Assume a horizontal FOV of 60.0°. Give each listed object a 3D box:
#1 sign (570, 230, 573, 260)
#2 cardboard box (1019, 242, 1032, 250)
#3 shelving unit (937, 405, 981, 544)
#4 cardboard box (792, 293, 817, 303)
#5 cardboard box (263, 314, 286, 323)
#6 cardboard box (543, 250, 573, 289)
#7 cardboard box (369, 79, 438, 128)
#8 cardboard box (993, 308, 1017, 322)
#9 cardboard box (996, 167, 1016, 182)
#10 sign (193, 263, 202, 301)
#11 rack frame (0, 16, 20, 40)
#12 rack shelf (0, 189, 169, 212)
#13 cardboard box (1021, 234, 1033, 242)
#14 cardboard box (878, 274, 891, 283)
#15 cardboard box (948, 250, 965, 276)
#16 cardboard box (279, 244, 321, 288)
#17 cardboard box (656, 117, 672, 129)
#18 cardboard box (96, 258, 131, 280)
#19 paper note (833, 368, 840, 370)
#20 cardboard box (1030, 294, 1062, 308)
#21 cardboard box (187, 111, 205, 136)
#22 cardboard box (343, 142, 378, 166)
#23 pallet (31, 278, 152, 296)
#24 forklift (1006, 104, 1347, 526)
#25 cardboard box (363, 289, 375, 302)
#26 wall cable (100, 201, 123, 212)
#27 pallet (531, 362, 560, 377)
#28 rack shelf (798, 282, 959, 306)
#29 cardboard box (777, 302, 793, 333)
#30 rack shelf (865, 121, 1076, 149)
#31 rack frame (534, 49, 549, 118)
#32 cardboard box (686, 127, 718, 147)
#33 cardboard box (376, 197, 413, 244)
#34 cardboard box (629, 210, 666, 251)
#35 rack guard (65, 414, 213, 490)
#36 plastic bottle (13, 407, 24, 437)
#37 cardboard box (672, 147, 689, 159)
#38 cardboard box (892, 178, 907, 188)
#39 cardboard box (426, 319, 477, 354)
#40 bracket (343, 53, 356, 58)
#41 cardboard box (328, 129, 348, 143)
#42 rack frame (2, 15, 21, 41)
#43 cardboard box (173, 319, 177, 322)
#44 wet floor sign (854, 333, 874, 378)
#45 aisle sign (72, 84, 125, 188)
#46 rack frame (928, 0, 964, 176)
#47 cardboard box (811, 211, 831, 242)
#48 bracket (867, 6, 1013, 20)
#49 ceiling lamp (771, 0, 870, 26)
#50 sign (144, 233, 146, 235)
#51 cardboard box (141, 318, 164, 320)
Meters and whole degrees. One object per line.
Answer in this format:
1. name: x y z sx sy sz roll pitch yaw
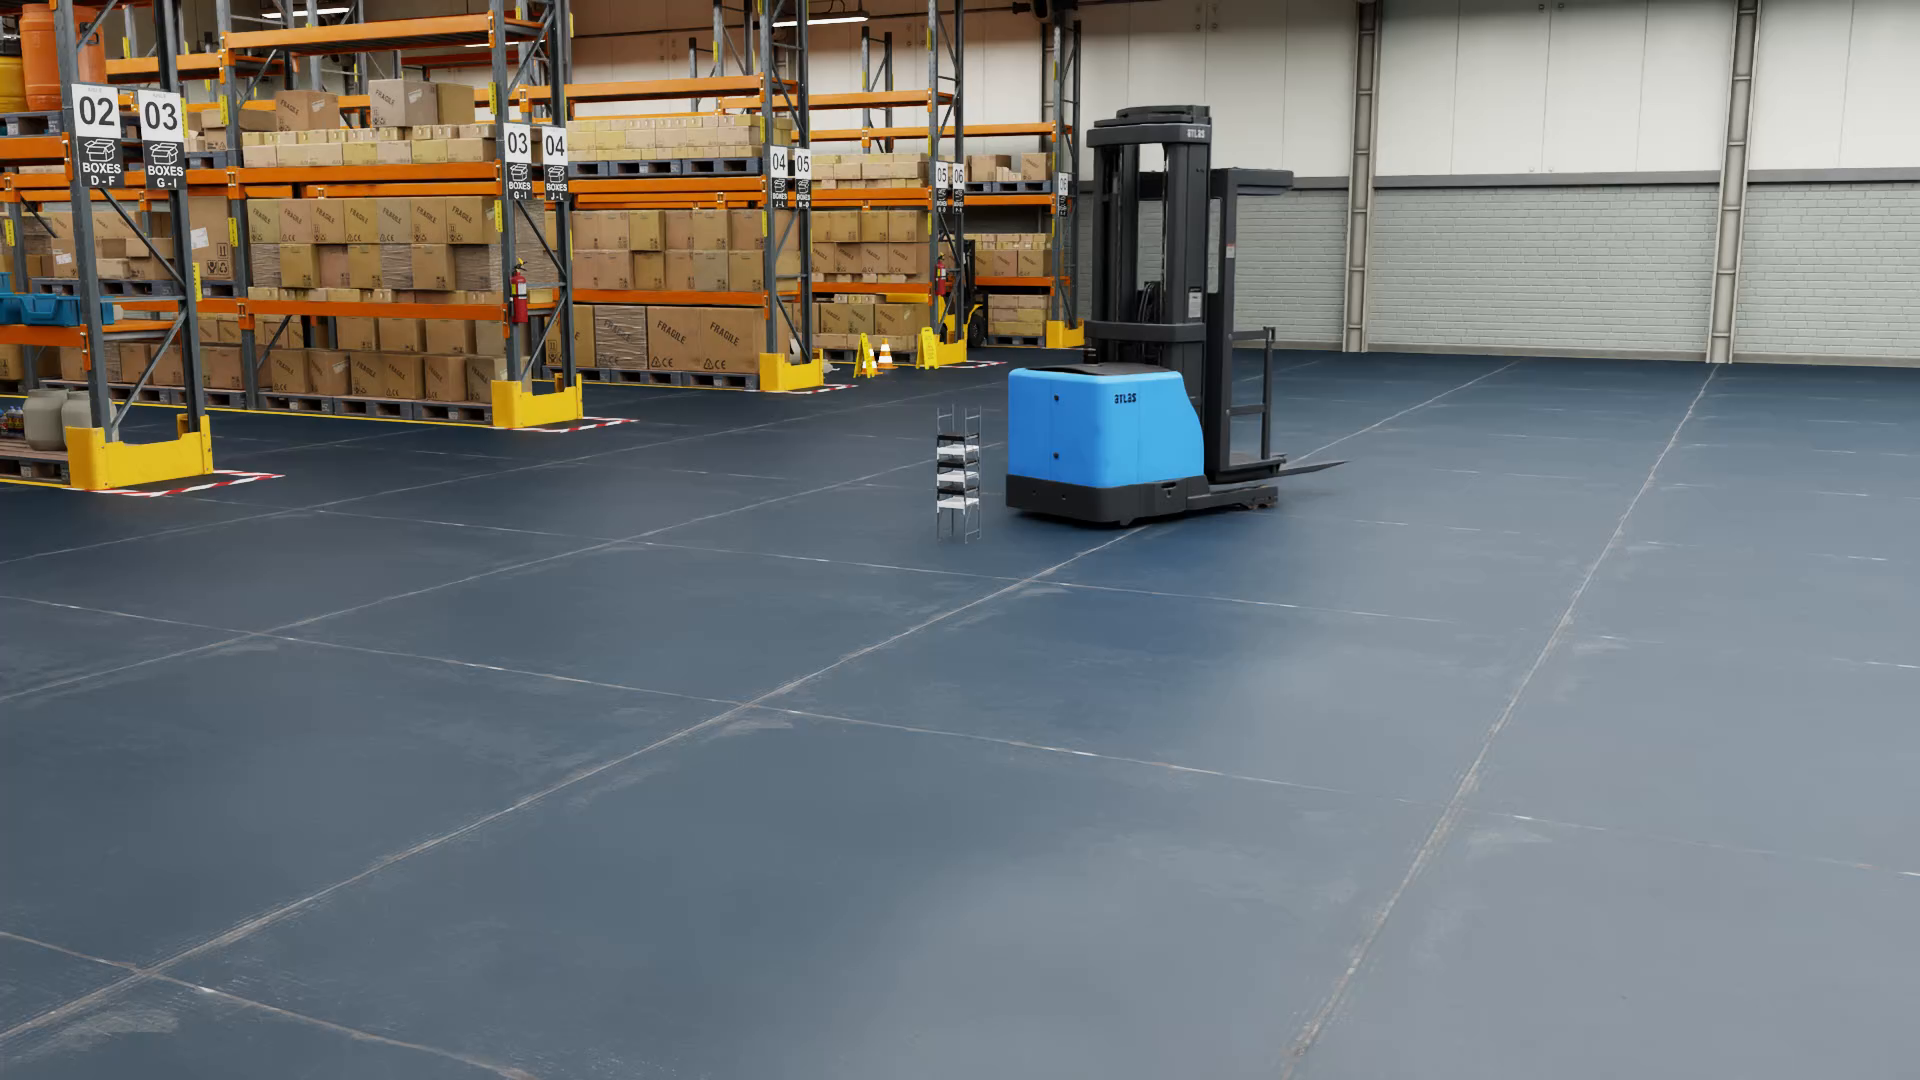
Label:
1. sign: -4.360 -3.288 18.543 0.005 0.325 0.100 5 11 26
2. cardboard box: 1.300 -5.517 31.190 0.250 0.149 0.380 5 12 27
3. shelving unit: -0.007 -0.443 11.154 0.210 0.900 0.258 5 11 26
4. cardboard box: -2.603 -4.045 27.771 0.250 0.149 0.380 6 12 29
5. cardboard box: -10.676 -3.585 26.352 0.500 0.250 0.500 5 11 27
6. cardboard box: -5.566 -3.921 24.052 0.550 0.550 0.875 5 11 26
7. cardboard box: -6.102 -4.774 18.246 0.500 0.500 0.500 5 11 26
8. cardboard box: 0.958 -4.280 31.595 0.500 0.250 0.500 5 11 25
9. cardboard box: 0.873 -6.853 31.170 0.258 0.266 0.396 5 11 26
10. sign: -6.545 -2.208 14.229 0.005 0.325 0.100 5 11 26
11. rack frame: -11.775 -6.358 21.090 0.127 3.000 1.000 5 11 26
12. rack shelf: -14.870 -5.785 28.366 4.000 0.370 1.077 5 11 26
13. cardboard box: 1.328 -5.675 31.225 0.250 0.149 0.380 5 11 26
14. cardboard box: -1.142 -4.255 27.026 0.250 0.149 0.380 5 11 25
15. cardboard box: 0.043 -5.317 31.908 0.500 0.500 0.500 5 11 26
16. cardboard box: -7.378 -3.196 19.348 0.500 0.500 0.875 5 11 26
17. cardboard box: -3.907 -5.633 22.513 0.250 0.149 0.380 5 11 25
18. cardboard box: -10.373 -3.370 20.668 0.500 0.250 0.500 5 11 24
19. paper note: -1.944 -2.653 25.806 0.142 0.019 0.148 1 10 6
20. cardboard box: 1.630 -4.565 31.763 0.500 0.250 0.500 5 11 25
21. cardboard box: -9.410 -4.951 20.270 0.637 0.503 0.797 6 12 28
22. cardboard box: -6.503 -4.294 18.533 0.500 0.250 0.500 5 11 25
23. pallet: -11.088 -3.272 21.425 1.003 0.211 1.213 5 11 26
24. forklift: 1.784 -1.732 12.570 3.031 2.935 1.130 -9 13 -40
25. cardboard box: -6.532 -2.773 18.836 0.250 0.149 0.380 5 11 26
26. wall cable: -19.014 -6.787 37.453 0.122 1.984 0.588 5 11 26
27. pallet: -6.627 -2.551 24.733 1.213 0.211 1.003 5 11 26
28. rack shelf: -2.009 -4.161 27.821 4.000 0.370 1.077 5 11 26
29. cardboard box: -2.908 -3.766 28.051 0.500 0.500 0.500 6 12 28
30. rack shelf: 0.184 -7.710 31.704 4.000 0.370 1.077 5 11 26
31. rack frame: -8.784 -9.049 35.958 0.127 3.000 1.000 5 11 26
32. cardboard box: -3.326 -5.397 22.333 0.500 0.250 0.500 5 11 26
33. cardboard box: -6.101 -3.545 18.471 0.500 0.500 0.500 5 11 26
34. cardboard box: -4.140 -4.315 23.198 0.500 0.550 0.875 5 11 26
35. rack guard: -6.881 -0.753 13.985 0.348 0.500 1.175 5 11 26
36. plastic bottle: -8.587 -1.078 15.188 0.097 0.271 0.097 0 10 0
37. cardboard box: -3.676 -5.220 22.472 0.250 0.149 0.380 5 11 25
38. cardboard box: -0.897 -5.708 26.629 0.250 0.149 0.380 5 11 26
39. cardboard box: -7.362 -3.085 24.993 0.750 0.750 1.050 5 11 26
40. bracket: -14.175 -11.402 38.855 0.430 0.232 0.235 5 11 26
41. cardboard box: -6.846 -4.517 18.645 0.250 0.149 0.380 5 11 25
42. rack frame: -16.664 -7.772 28.906 0.127 3.000 1.000 5 11 26
43. cardboard box: -12.531 -3.381 27.328 0.500 0.500 0.500 6 12 28
44. wet floor sign: -1.413 -2.715 24.418 0.232 0.644 0.267 3 11 16
45. aisle sign: -6.859 -3.210 13.245 0.004 0.787 0.394 5 11 26
46. rack frame: -0.215 -7.310 26.352 0.127 3.000 1.000 5 11 26
47. cardboard box: -2.109 -5.177 27.489 0.500 0.500 0.700 5 11 25
48. bracket: -1.088 -10.252 32.501 4.783 0.066 0.076 5 11 26
49. ceiling lamp: -2.458 -10.929 29.956 2.000 3.185 0.800 5 11 26
50. sign: -13.310 -4.844 27.140 0.005 0.325 0.100 5 11 26
51. cardboard box: -13.763 -3.705 28.434 0.250 0.149 0.380 5 11 25
